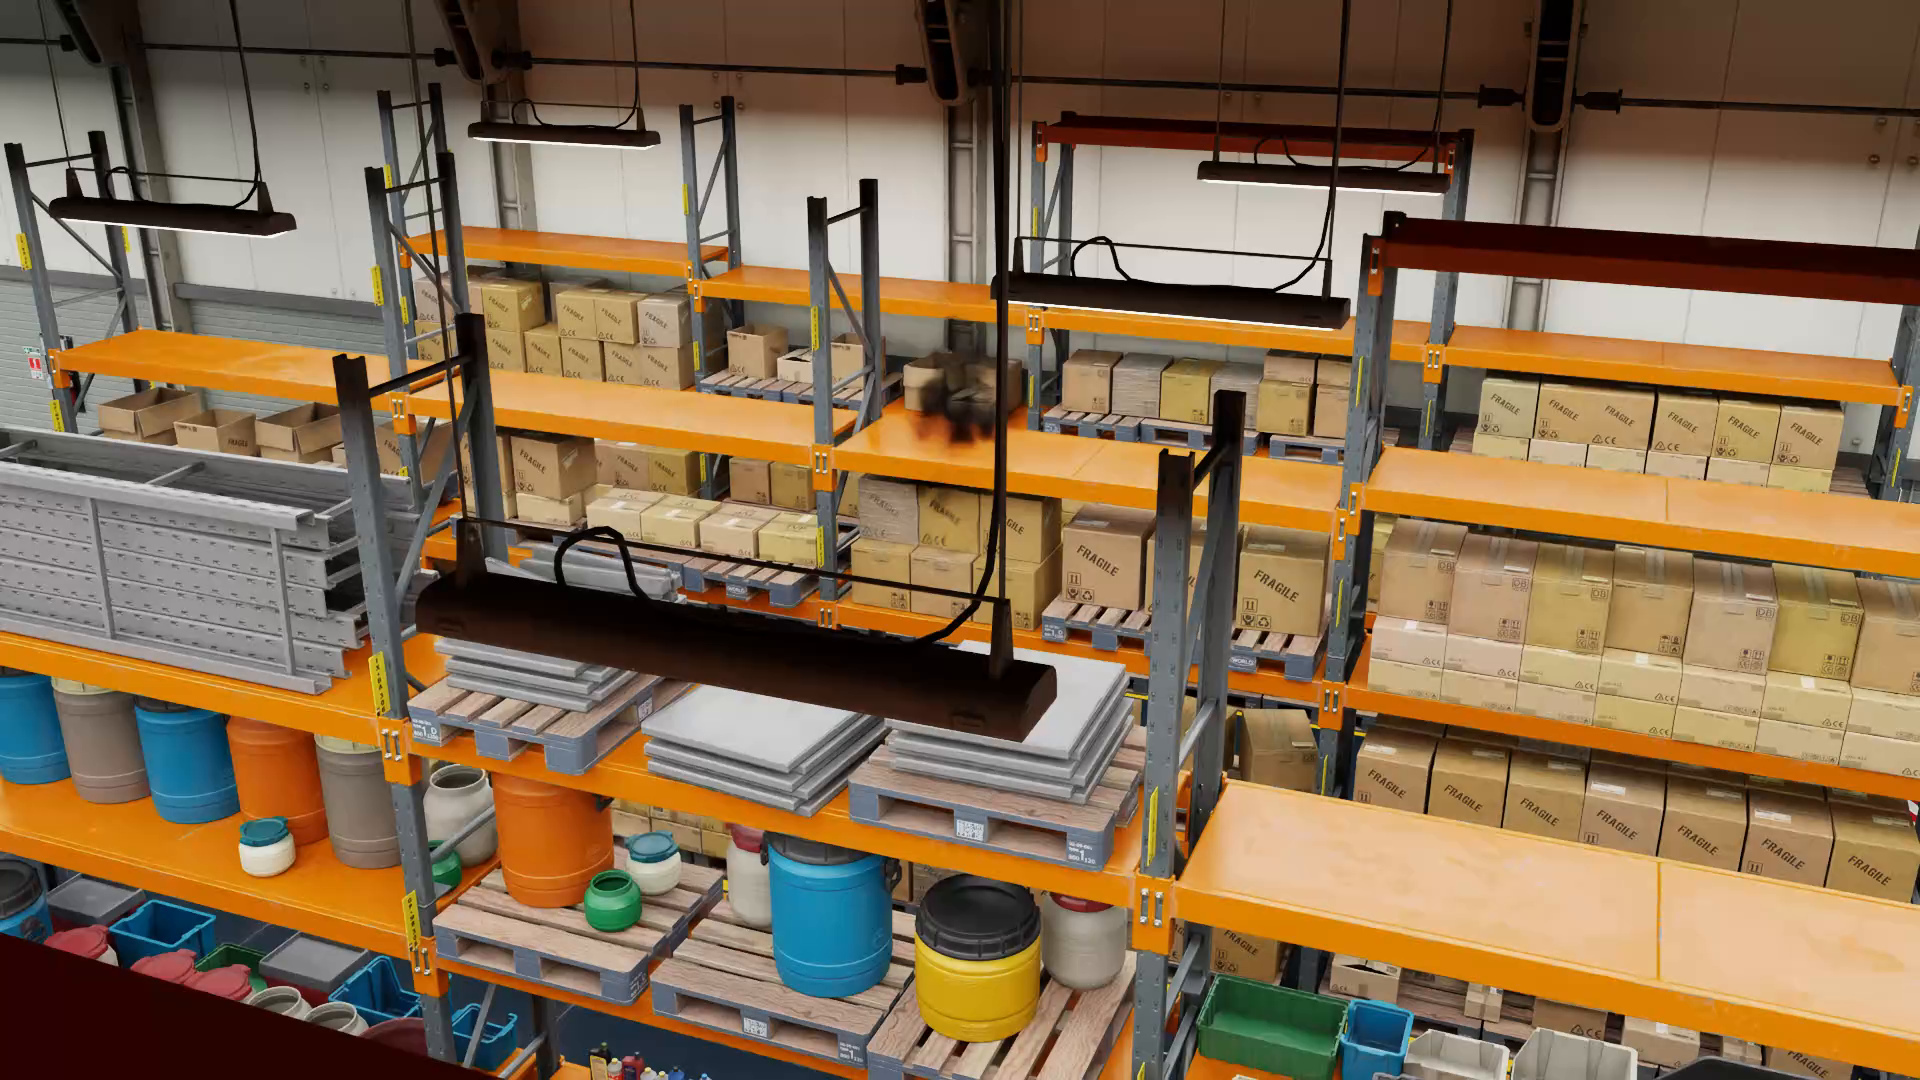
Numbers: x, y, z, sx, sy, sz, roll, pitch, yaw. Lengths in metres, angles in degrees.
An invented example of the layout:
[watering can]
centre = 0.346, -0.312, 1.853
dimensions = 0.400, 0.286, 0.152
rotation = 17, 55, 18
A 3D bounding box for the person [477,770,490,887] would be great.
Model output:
[person]
centre = -3.606, 2.415, 12.924
dimensions = 0.673, 1.766, 0.559
rotation = 5, 21, 13
